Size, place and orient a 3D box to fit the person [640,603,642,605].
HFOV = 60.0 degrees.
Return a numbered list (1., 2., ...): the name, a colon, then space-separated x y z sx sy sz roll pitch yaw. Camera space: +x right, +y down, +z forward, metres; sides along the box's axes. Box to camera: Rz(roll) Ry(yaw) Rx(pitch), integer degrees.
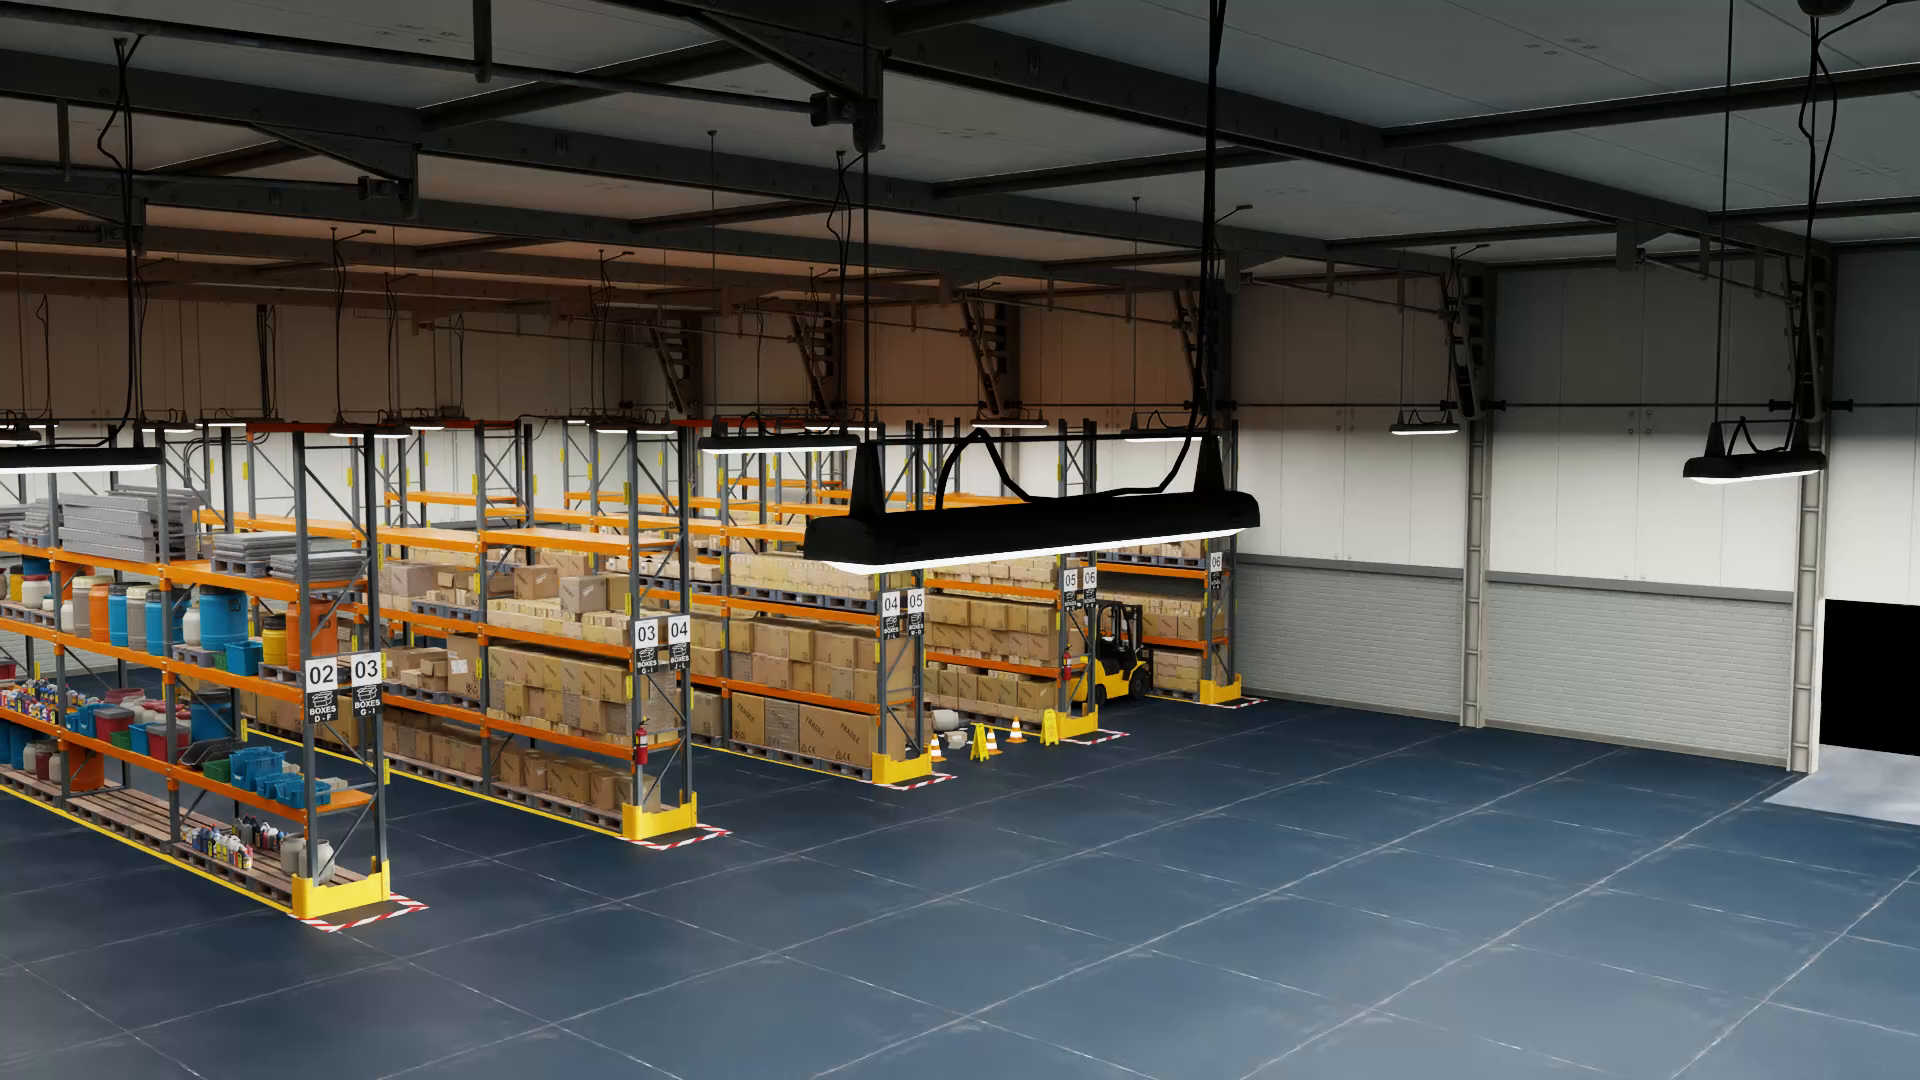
1. person: -7.425 2.294 38.459 0.587 1.776 0.400 1 5 8
